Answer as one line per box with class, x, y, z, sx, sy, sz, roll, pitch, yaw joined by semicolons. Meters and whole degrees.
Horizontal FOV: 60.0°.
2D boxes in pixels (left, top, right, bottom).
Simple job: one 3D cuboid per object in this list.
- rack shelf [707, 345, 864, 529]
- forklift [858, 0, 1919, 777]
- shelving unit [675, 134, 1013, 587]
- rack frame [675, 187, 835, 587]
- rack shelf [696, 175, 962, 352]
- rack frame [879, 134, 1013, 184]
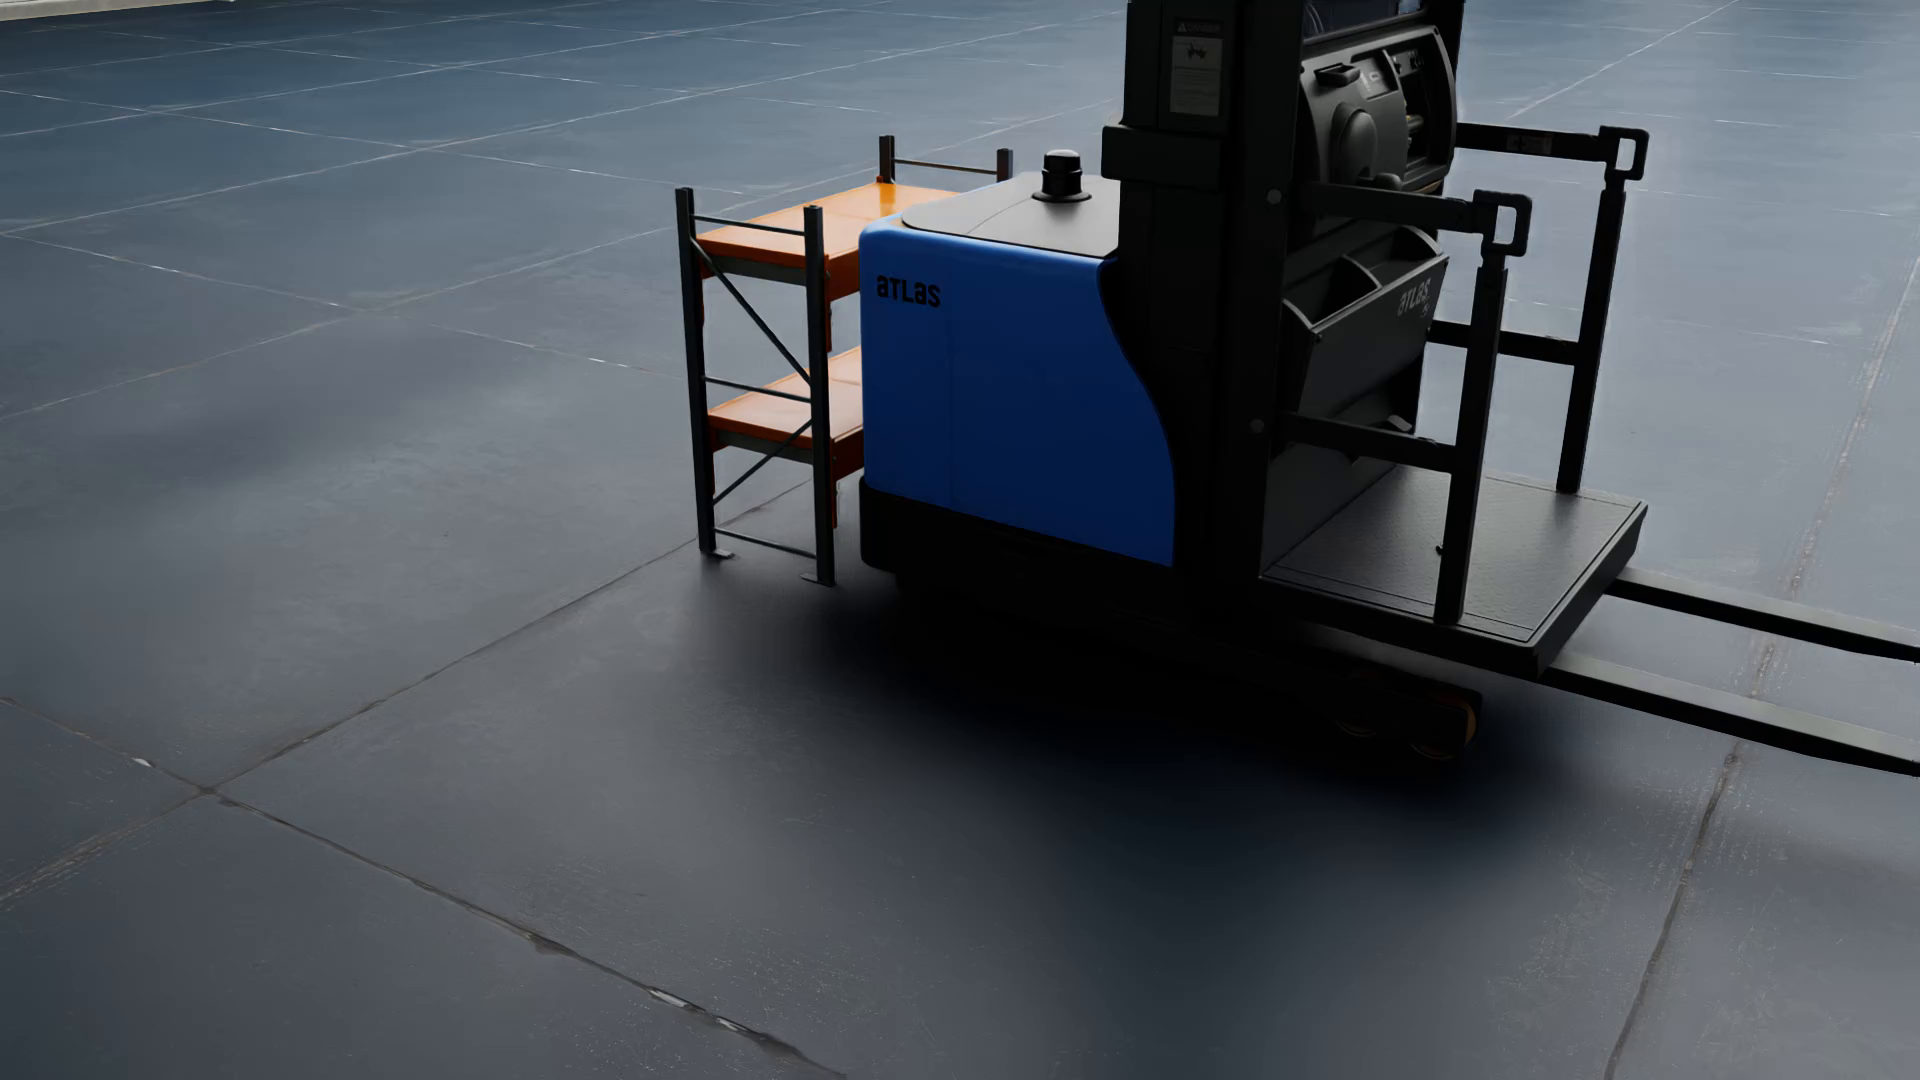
rack shelf;-0.320;-0.382;5.332;0.538;0.278;1.000;14;27;29
forklift;1.210;-1.054;3.994;3.031;2.935;1.130;15;28;31
shelving unit;-0.321;-0.606;5.235;0.538;1.125;1.048;14;27;29
rack frame;-0.592;-0.436;4.840;0.500;1.125;0.032;14;27;29
rack shelf;-0.321;-0.875;5.119;0.538;0.278;1.000;14;27;29
rack frame;-0.049;-0.777;5.629;0.500;1.125;0.032;14;27;29
